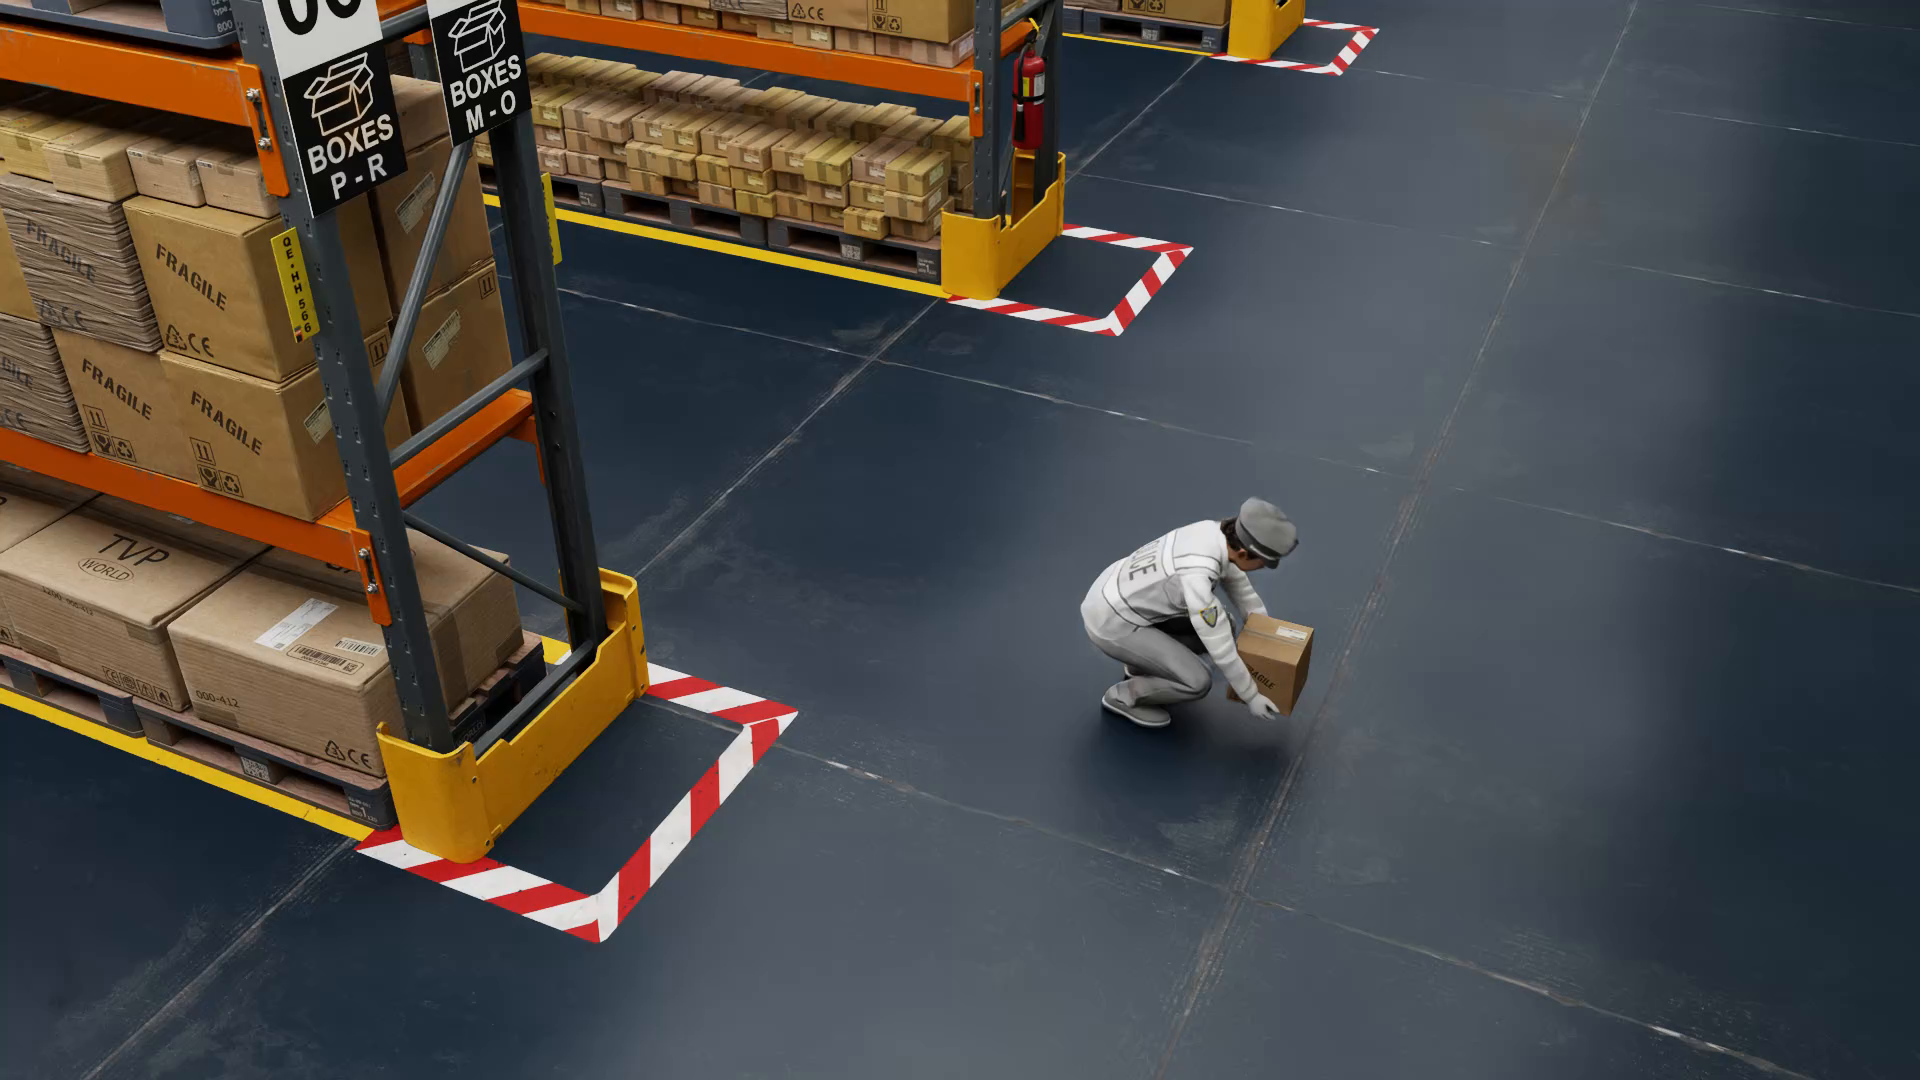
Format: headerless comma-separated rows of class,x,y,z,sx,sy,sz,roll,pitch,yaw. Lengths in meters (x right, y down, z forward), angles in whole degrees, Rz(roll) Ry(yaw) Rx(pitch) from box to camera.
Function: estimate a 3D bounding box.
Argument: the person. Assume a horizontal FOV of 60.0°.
person,0.889,0.265,6.378,0.834,0.977,0.469,14,36,20
